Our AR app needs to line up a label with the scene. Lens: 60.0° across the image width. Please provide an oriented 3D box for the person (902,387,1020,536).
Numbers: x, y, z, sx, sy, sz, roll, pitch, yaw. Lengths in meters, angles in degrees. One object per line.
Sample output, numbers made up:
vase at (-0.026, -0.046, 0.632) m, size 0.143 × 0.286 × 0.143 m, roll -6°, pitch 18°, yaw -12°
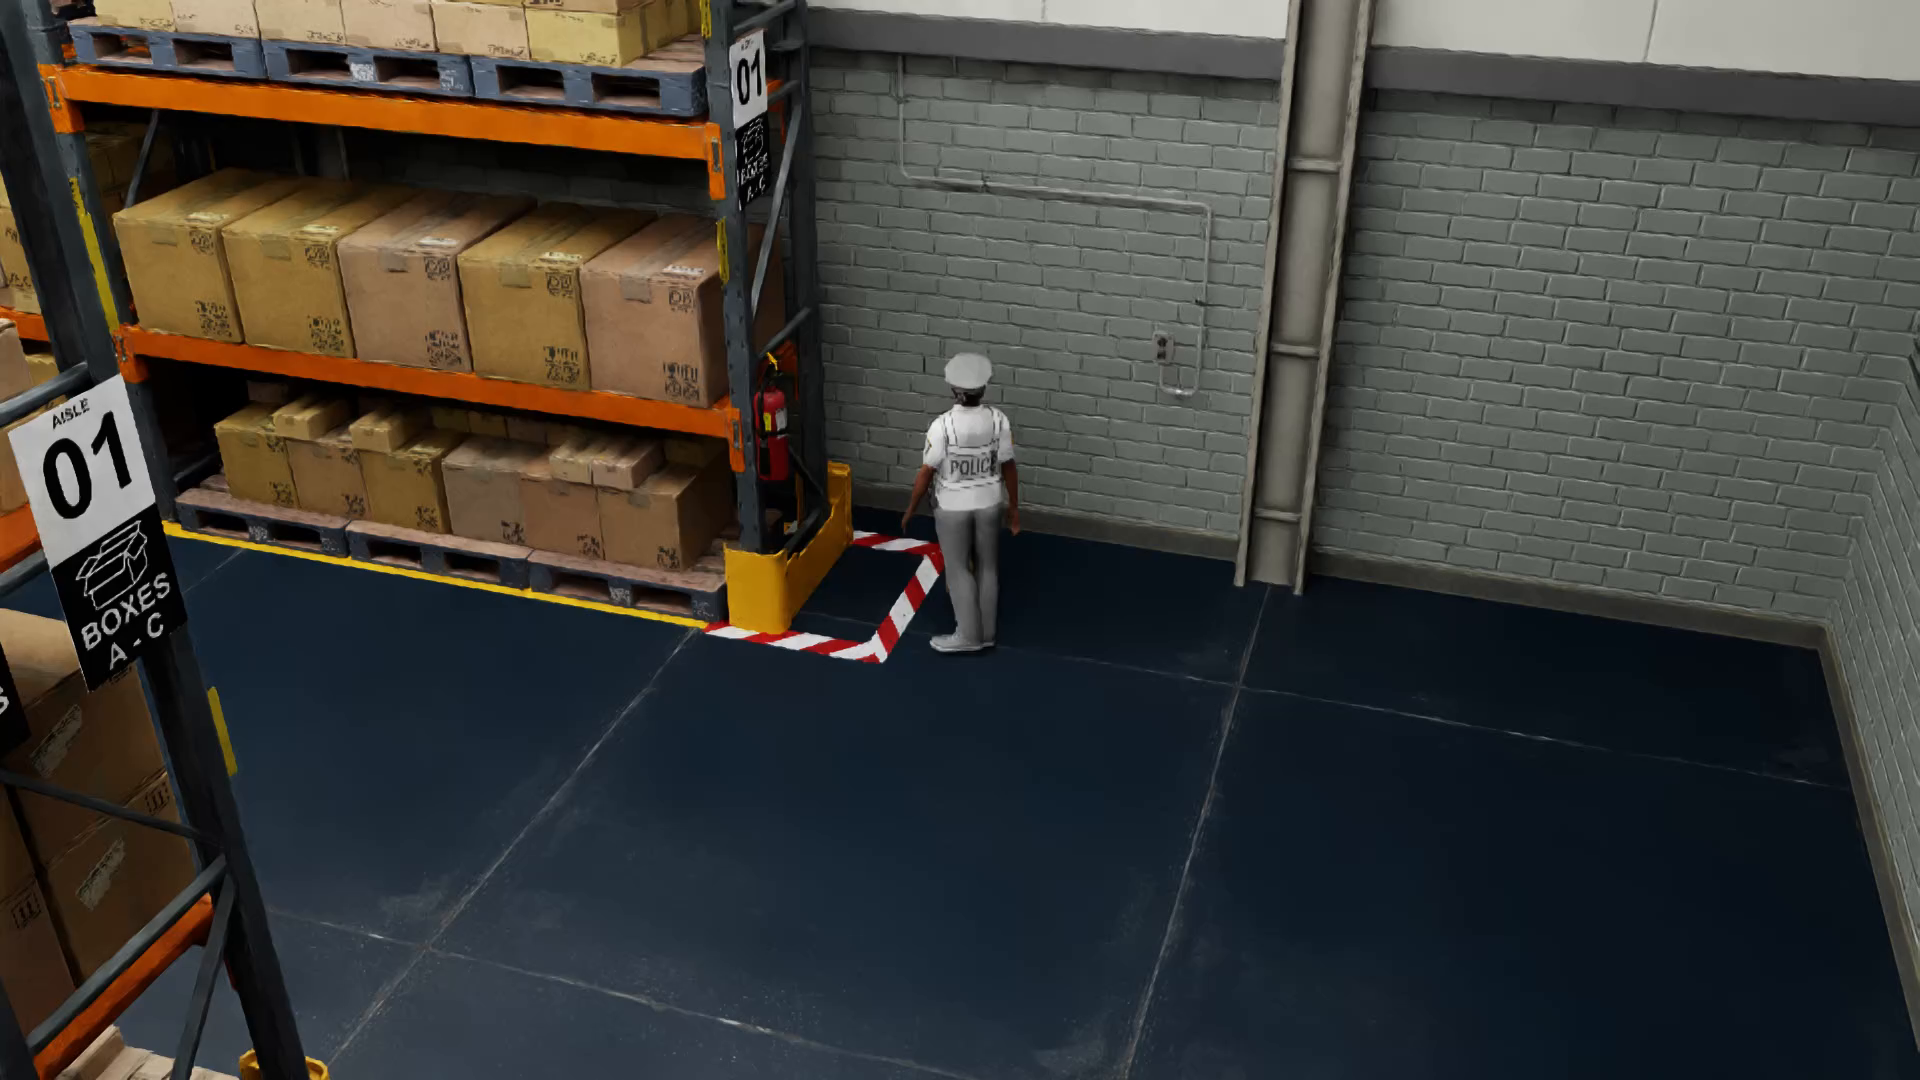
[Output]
person at (-0.001, -0.460, 8.602) m, size 0.604 × 0.988 × 0.335 m, roll -9°, pitch 31°, yaw -16°
